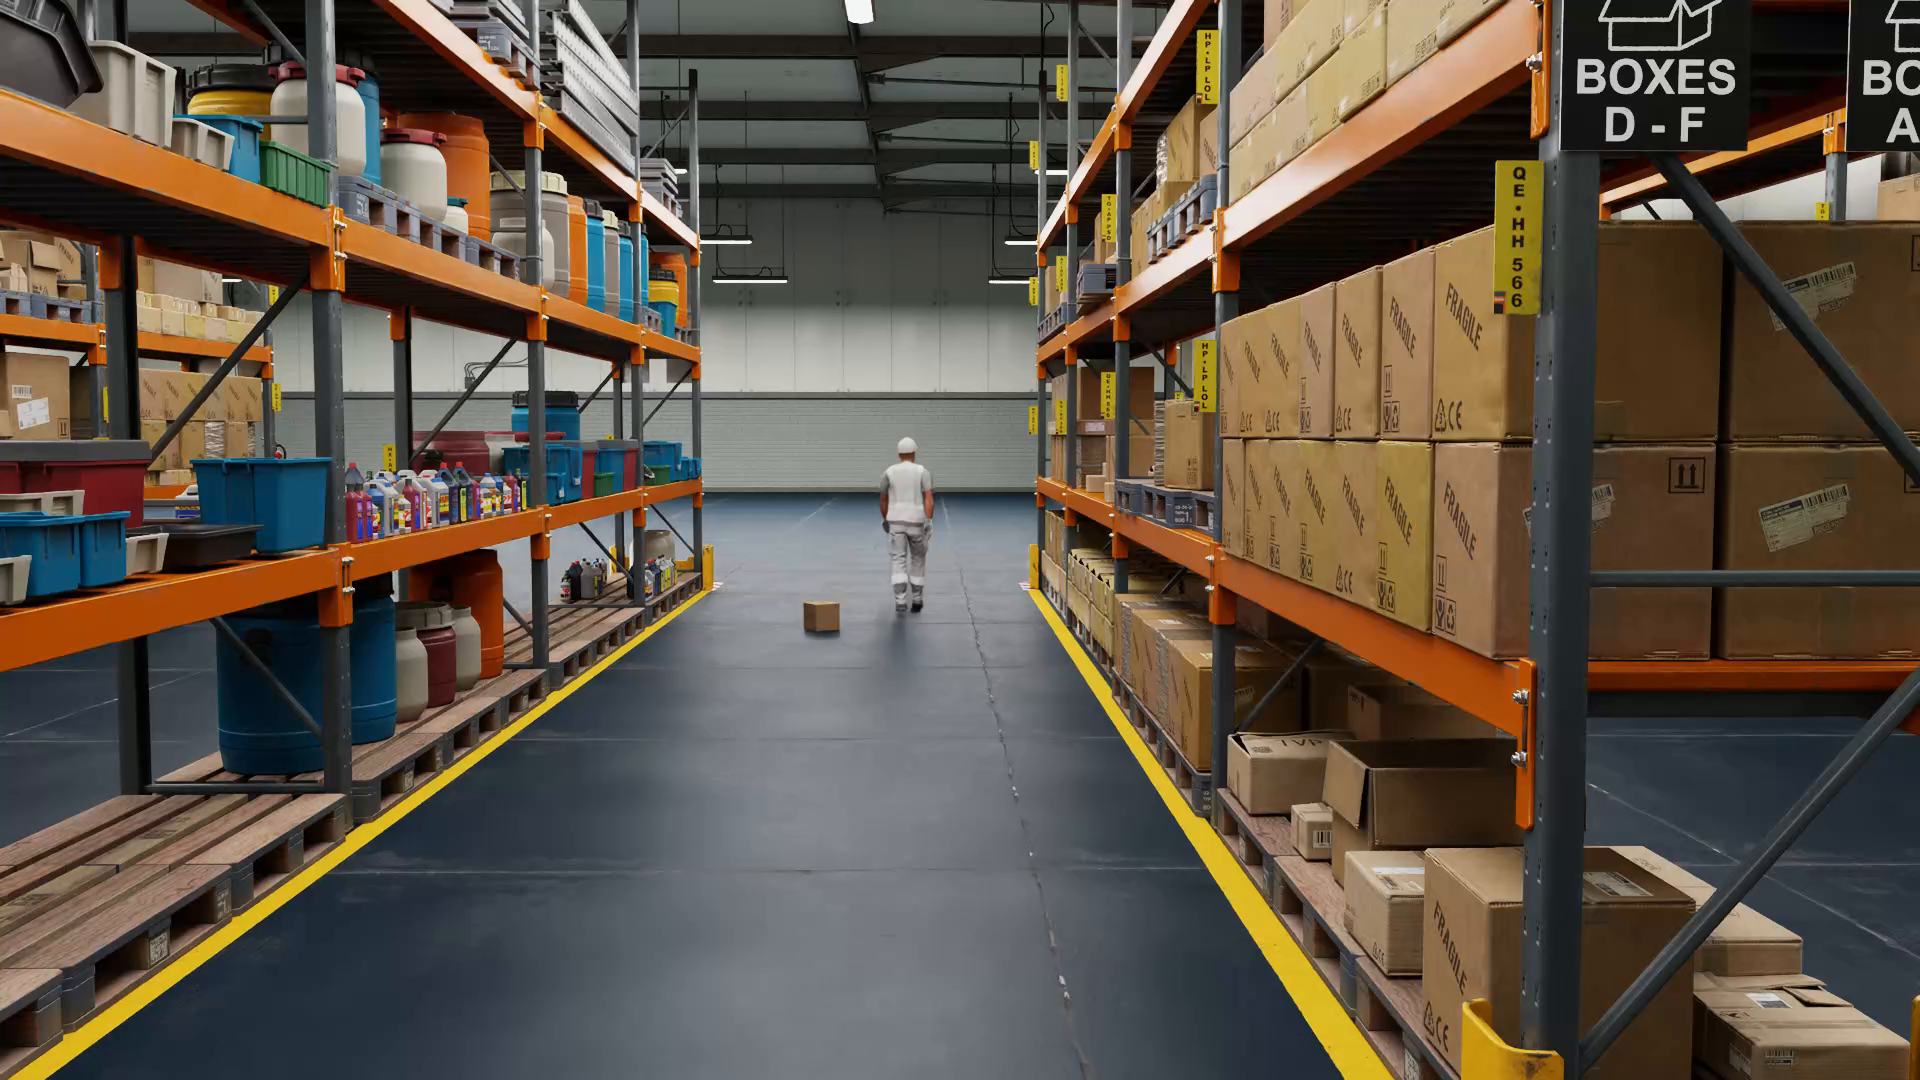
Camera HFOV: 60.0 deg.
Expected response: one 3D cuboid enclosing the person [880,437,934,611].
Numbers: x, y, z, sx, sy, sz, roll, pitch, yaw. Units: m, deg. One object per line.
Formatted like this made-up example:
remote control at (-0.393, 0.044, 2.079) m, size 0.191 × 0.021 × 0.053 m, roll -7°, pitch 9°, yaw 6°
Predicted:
person at (-0.539, -0.156, 17.031) m, size 0.566 × 1.785 × 0.904 m, roll 0°, pitch 4°, yaw 2°
